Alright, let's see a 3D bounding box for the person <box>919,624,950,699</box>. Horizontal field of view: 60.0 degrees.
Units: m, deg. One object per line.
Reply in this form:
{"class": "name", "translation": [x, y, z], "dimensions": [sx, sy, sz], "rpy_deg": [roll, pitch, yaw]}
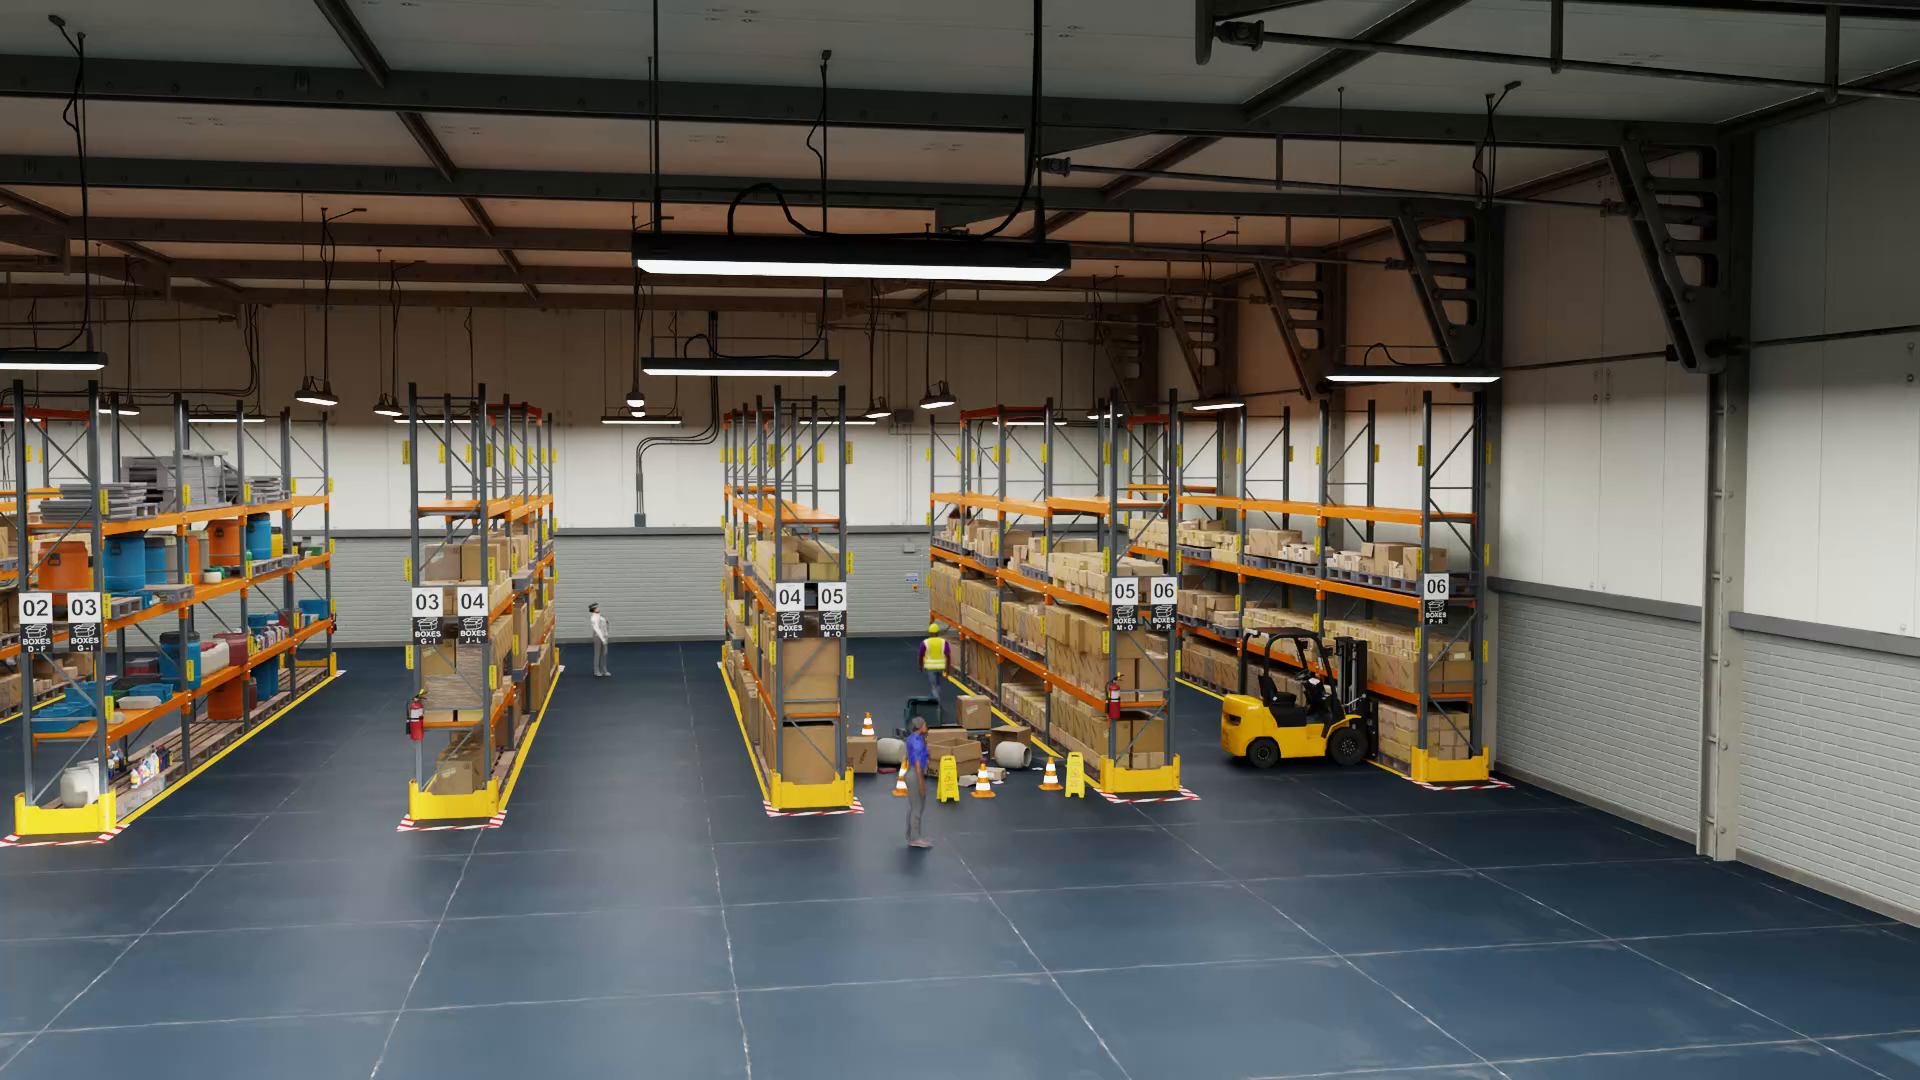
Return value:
{"class": "person", "translation": [-0.526, 2.491, 32.044], "dimensions": [0.564, 1.783, 0.776], "rpy_deg": [-1, 3, -23]}

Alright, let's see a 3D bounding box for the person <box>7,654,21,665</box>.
{"class": "person", "translation": [-22.470, 2.170, 39.612], "dimensions": [0.502, 1.684, 0.504], "rpy_deg": [0, 3, 2]}

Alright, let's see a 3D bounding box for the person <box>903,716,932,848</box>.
{"class": "person", "translation": [-0.555, 3.135, 21.386], "dimensions": [0.336, 1.744, 0.550], "rpy_deg": [-1, 3, -11]}

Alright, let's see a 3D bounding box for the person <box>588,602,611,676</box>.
{"class": "person", "translation": [-8.168, 2.261, 37.856], "dimensions": [0.575, 1.715, 0.563], "rpy_deg": [2, 3, 29]}
